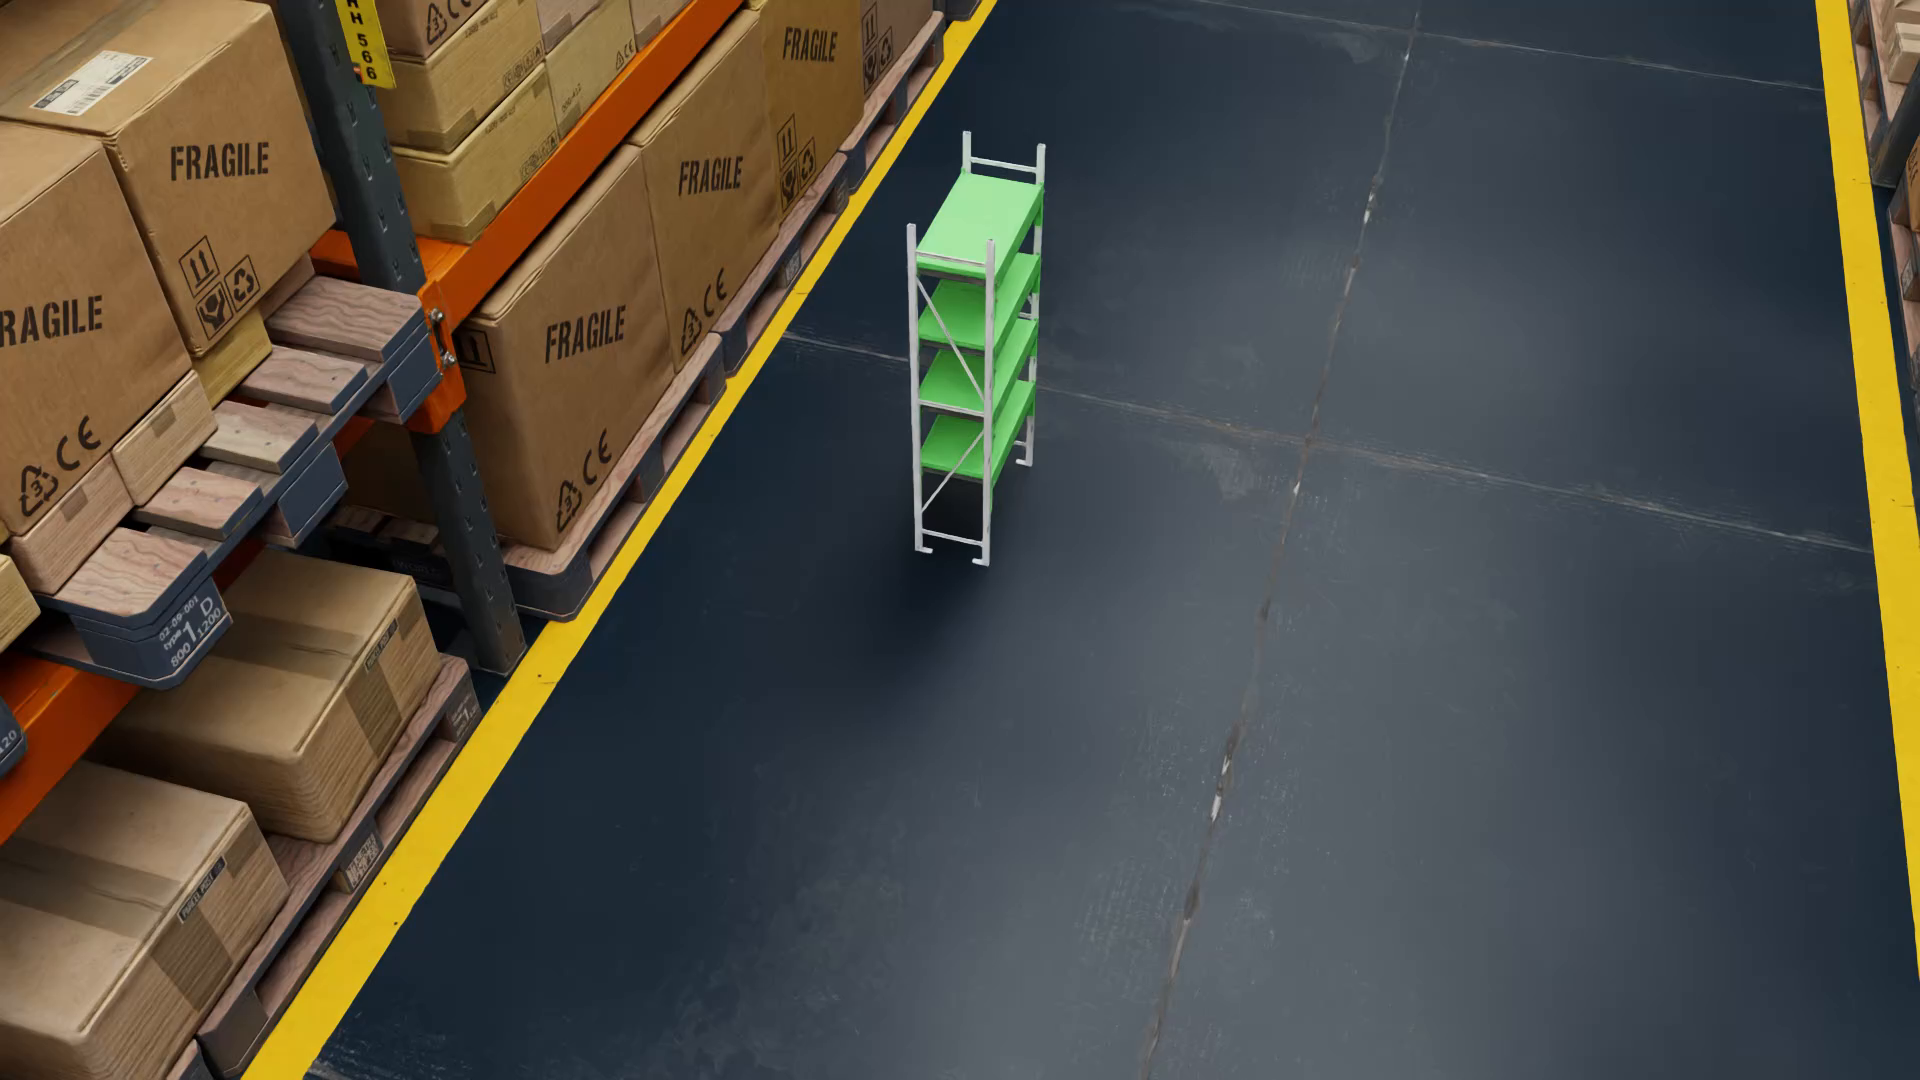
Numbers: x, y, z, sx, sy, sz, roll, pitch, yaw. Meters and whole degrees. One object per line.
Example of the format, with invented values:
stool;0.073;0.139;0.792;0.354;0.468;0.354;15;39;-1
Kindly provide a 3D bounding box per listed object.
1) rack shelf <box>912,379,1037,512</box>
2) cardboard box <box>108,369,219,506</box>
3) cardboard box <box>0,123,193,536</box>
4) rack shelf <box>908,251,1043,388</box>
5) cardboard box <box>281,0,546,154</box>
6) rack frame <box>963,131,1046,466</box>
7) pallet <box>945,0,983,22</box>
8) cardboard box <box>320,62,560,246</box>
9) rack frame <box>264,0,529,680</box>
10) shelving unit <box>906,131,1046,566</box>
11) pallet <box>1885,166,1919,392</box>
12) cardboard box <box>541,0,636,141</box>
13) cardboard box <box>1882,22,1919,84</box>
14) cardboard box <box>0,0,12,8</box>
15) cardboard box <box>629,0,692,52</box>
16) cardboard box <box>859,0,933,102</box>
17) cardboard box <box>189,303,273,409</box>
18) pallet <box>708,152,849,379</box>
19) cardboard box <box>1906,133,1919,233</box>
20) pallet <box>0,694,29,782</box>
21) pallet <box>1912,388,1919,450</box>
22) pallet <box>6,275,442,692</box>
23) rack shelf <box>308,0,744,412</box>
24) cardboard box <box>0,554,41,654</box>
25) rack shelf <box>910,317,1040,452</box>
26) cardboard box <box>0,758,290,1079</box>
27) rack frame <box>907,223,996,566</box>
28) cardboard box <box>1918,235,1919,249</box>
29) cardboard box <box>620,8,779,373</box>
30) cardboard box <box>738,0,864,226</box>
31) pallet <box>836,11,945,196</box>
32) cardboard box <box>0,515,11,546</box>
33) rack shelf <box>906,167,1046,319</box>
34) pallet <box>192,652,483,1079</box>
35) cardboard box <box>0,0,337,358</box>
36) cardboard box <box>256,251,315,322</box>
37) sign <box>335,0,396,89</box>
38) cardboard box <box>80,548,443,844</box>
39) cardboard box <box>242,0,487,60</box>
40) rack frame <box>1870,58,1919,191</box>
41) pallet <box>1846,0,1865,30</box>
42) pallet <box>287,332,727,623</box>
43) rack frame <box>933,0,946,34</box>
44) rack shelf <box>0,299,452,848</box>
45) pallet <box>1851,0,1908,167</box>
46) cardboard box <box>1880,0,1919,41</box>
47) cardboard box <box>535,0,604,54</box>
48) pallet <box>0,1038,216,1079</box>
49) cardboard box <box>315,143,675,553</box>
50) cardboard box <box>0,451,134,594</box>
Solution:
rack shelf;0.050;-0.322;5.156;0.258;0.148;0.480;13;46;13
cardboard box;-1.693;-0.234;3.224;0.380;0.149;0.250;12;46;12
cardboard box;-1.791;-0.397;2.927;0.500;0.500;0.500;12;46;12
rack shelf;0.050;-0.665;4.820;0.258;0.148;0.480;13;46;13
cardboard box;-1.383;-1.224;4.106;0.500;0.250;0.500;12;46;12
rack frame;0.124;-0.702;5.109;0.240;1.200;0.015;13;46;13
pallet;-0.256;-2.974;8.138;1.003;0.211;1.213;13;46;13
cardboard box;-1.384;-1.033;4.268;0.500;0.250;0.500;12;46;12
rack frame;-1.772;-0.814;3.937;1.000;3.000;0.127;13;46;13
shelving unit;0.050;-0.539;4.943;0.258;1.200;0.503;13;46;13
pallet;3.961;-0.884;6.003;1.003;0.211;1.213;13;46;13
cardboard box;-1.245;-1.379;4.622;0.500;0.250;0.500;11;46;11
cardboard box;4.060;-1.996;6.883;0.380;0.149;0.250;11;45;11
cardboard box;-2.129;-0.855;3.395;0.500;0.500;0.500;11;46;11
cardboard box;-1.081;-1.728;4.978;0.500;0.250;0.500;14;46;14
cardboard box;-0.672;-2.440;6.818;0.875;0.875;0.875;14;46;14
cardboard box;-1.659;-0.412;3.405;0.380;0.149;0.250;13;46;13
pallet;-1.090;-1.137;6.261;1.003;0.211;1.213;13;46;13
cardboard box;3.810;-1.413;6.036;0.500;0.500;0.500;14;46;14
pallet;-2.332;0.583;2.647;1.003;0.211;1.213;13;46;13
pallet;3.593;-0.068;5.169;1.003;0.211;1.213;13;46;13
pallet;-1.886;-0.248;3.495;1.213;0.211;1.003;13;46;13
rack shelf;-1.166;-1.890;5.551;1.077;0.370;4.000;13;46;13
cardboard box;-1.847;0.118;2.864;0.380;0.149;0.250;13;46;13
rack shelf;0.050;-0.494;4.988;0.258;0.148;0.480;13;46;13
cardboard box;-2.168;0.843;3.822;0.950;0.372;0.625;12;46;12
rack frame;-0.024;-0.377;4.777;0.240;1.200;0.015;13;46;13
cardboard box;3.658;-1.056;5.671;0.500;0.500;0.500;12;46;12
cardboard box;-1.209;-1.241;5.592;0.875;0.875;0.875;13;46;13
cardboard box;-0.938;-1.837;6.201;0.875;0.875;0.875;14;46;14
pallet;-0.722;-1.953;7.095;1.003;0.211;1.213;13;46;13
cardboard box;-1.942;-0.060;2.583;0.500;0.500;0.500;10;45;10
rack shelf;0.050;-0.837;4.652;0.258;0.148;0.480;13;46;13
pallet;-2.010;0.703;4.380;1.003;0.211;1.213;13;46;13
cardboard box;-1.645;-0.744;3.281;0.500;0.500;0.500;11;46;11
cardboard box;-1.647;-0.606;3.604;0.380;0.149;0.250;14;46;14
sign;-1.252;-1.091;3.449;0.100;0.325;0.005;13;46;13
cardboard box;-1.952;0.350;4.326;0.950;0.372;0.625;10;45;10
cardboard box;-1.389;-1.484;3.835;0.500;0.500;0.500;11;45;11
rack frame;4.171;-2.431;5.590;1.000;3.000;0.127;13;46;13
pallet;4.748;-2.708;7.866;1.003;0.211;1.213;13;46;13
pallet;-1.461;-0.327;5.433;1.003;0.211;1.213;13;46;13
rack frame;-0.561;-3.480;6.662;1.000;3.000;0.127;13;46;13
rack shelf;-2.378;0.776;2.826;1.077;0.370;4.000;13;46;13
pallet;4.380;-1.892;7.033;1.003;0.211;1.213;13;46;13
cardboard box;4.168;-2.276;7.085;0.396;0.266;0.258;14;46;14
cardboard box;-1.226;-1.569;4.458;0.500;0.250;0.500;14;46;13
pallet;-2.381;1.514;3.552;1.003;0.211;1.213;13;46;13
cardboard box;-1.484;-0.647;4.986;0.875;0.875;0.875;12;46;12
cardboard box;-1.777;-0.068;3.054;0.380;0.149;0.250;11;45;11
